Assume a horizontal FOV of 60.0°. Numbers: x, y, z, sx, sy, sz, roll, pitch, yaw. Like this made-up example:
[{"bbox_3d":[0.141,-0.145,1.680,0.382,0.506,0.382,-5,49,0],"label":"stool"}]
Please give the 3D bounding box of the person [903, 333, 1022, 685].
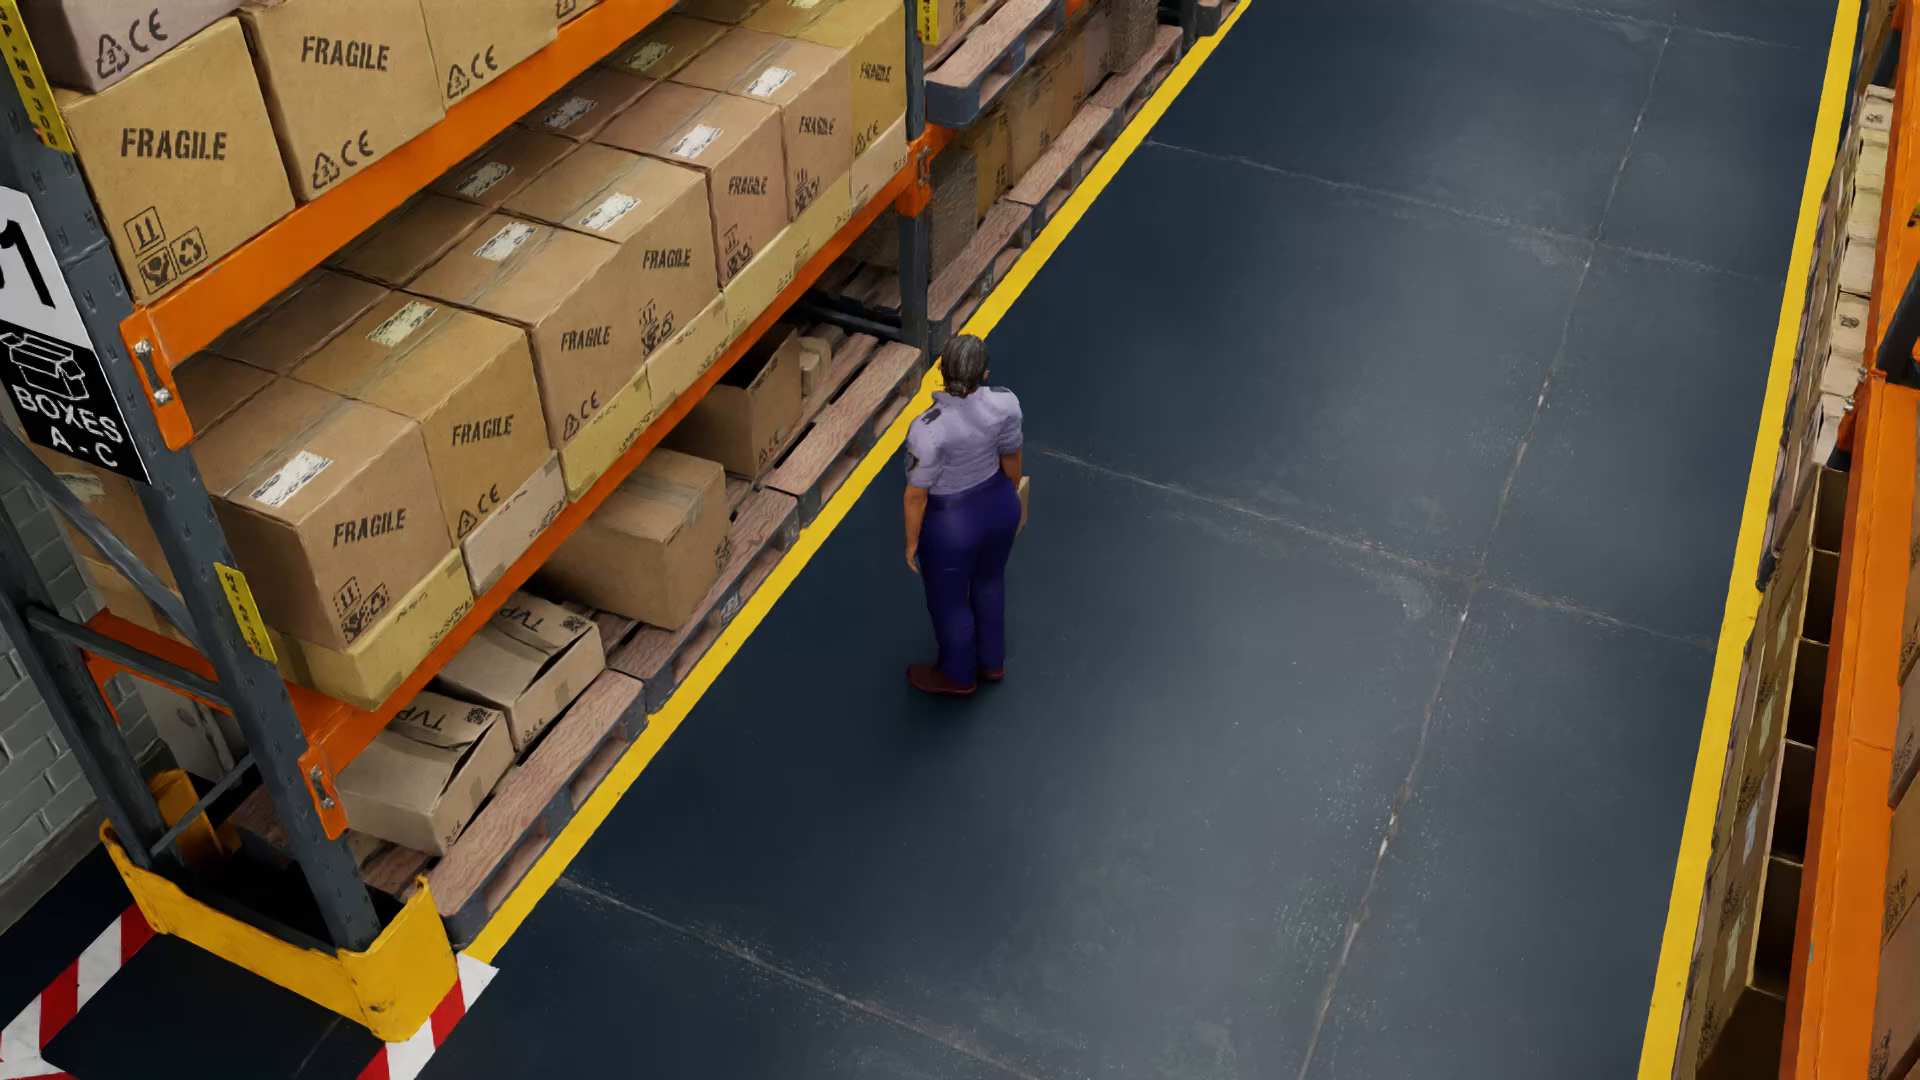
[{"bbox_3d":[0.005,-0.112,6.218,0.526,1.574,0.349,-27,49,-26],"label":"person"}]
